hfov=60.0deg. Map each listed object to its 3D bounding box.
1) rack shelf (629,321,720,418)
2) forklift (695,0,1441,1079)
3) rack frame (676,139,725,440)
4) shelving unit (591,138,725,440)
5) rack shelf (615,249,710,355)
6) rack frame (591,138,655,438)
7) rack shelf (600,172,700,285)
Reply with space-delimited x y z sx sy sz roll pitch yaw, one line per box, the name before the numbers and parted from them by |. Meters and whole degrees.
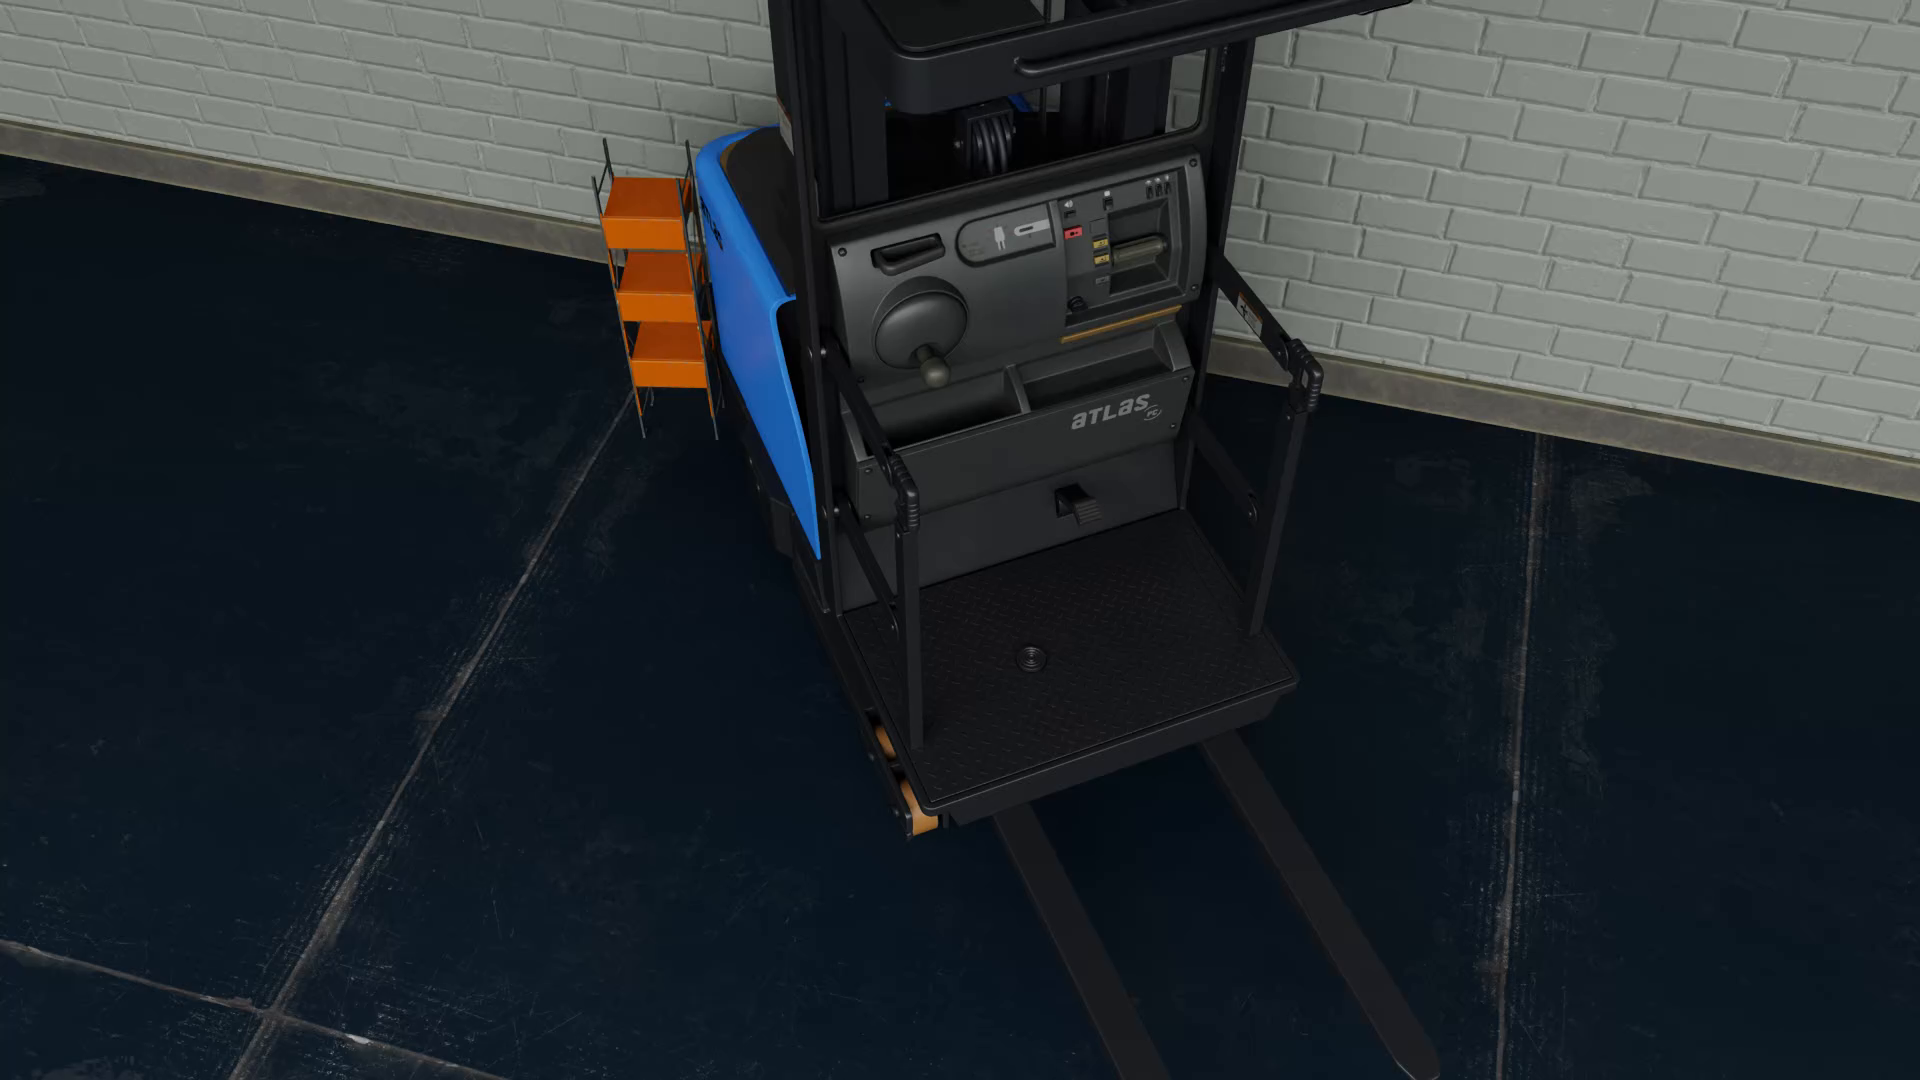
rack shelf | -0.928 -0.568 5.436 0.240 0.259 0.215 2 49 1
forklift | 0.236 -0.536 3.768 1.130 2.935 3.031 -17 51 -14
rack frame | -0.806 -0.755 5.217 0.008 1.050 0.200 2 49 1
shelving unit | -0.928 -0.759 5.219 0.252 1.050 0.215 2 49 1
rack shelf | -0.928 -0.752 5.227 0.240 0.259 0.215 2 49 1
rack frame | -1.050 -0.762 5.222 0.008 1.050 0.200 2 49 1
rack shelf | -0.928 -0.940 5.015 0.240 0.259 0.215 2 49 1
